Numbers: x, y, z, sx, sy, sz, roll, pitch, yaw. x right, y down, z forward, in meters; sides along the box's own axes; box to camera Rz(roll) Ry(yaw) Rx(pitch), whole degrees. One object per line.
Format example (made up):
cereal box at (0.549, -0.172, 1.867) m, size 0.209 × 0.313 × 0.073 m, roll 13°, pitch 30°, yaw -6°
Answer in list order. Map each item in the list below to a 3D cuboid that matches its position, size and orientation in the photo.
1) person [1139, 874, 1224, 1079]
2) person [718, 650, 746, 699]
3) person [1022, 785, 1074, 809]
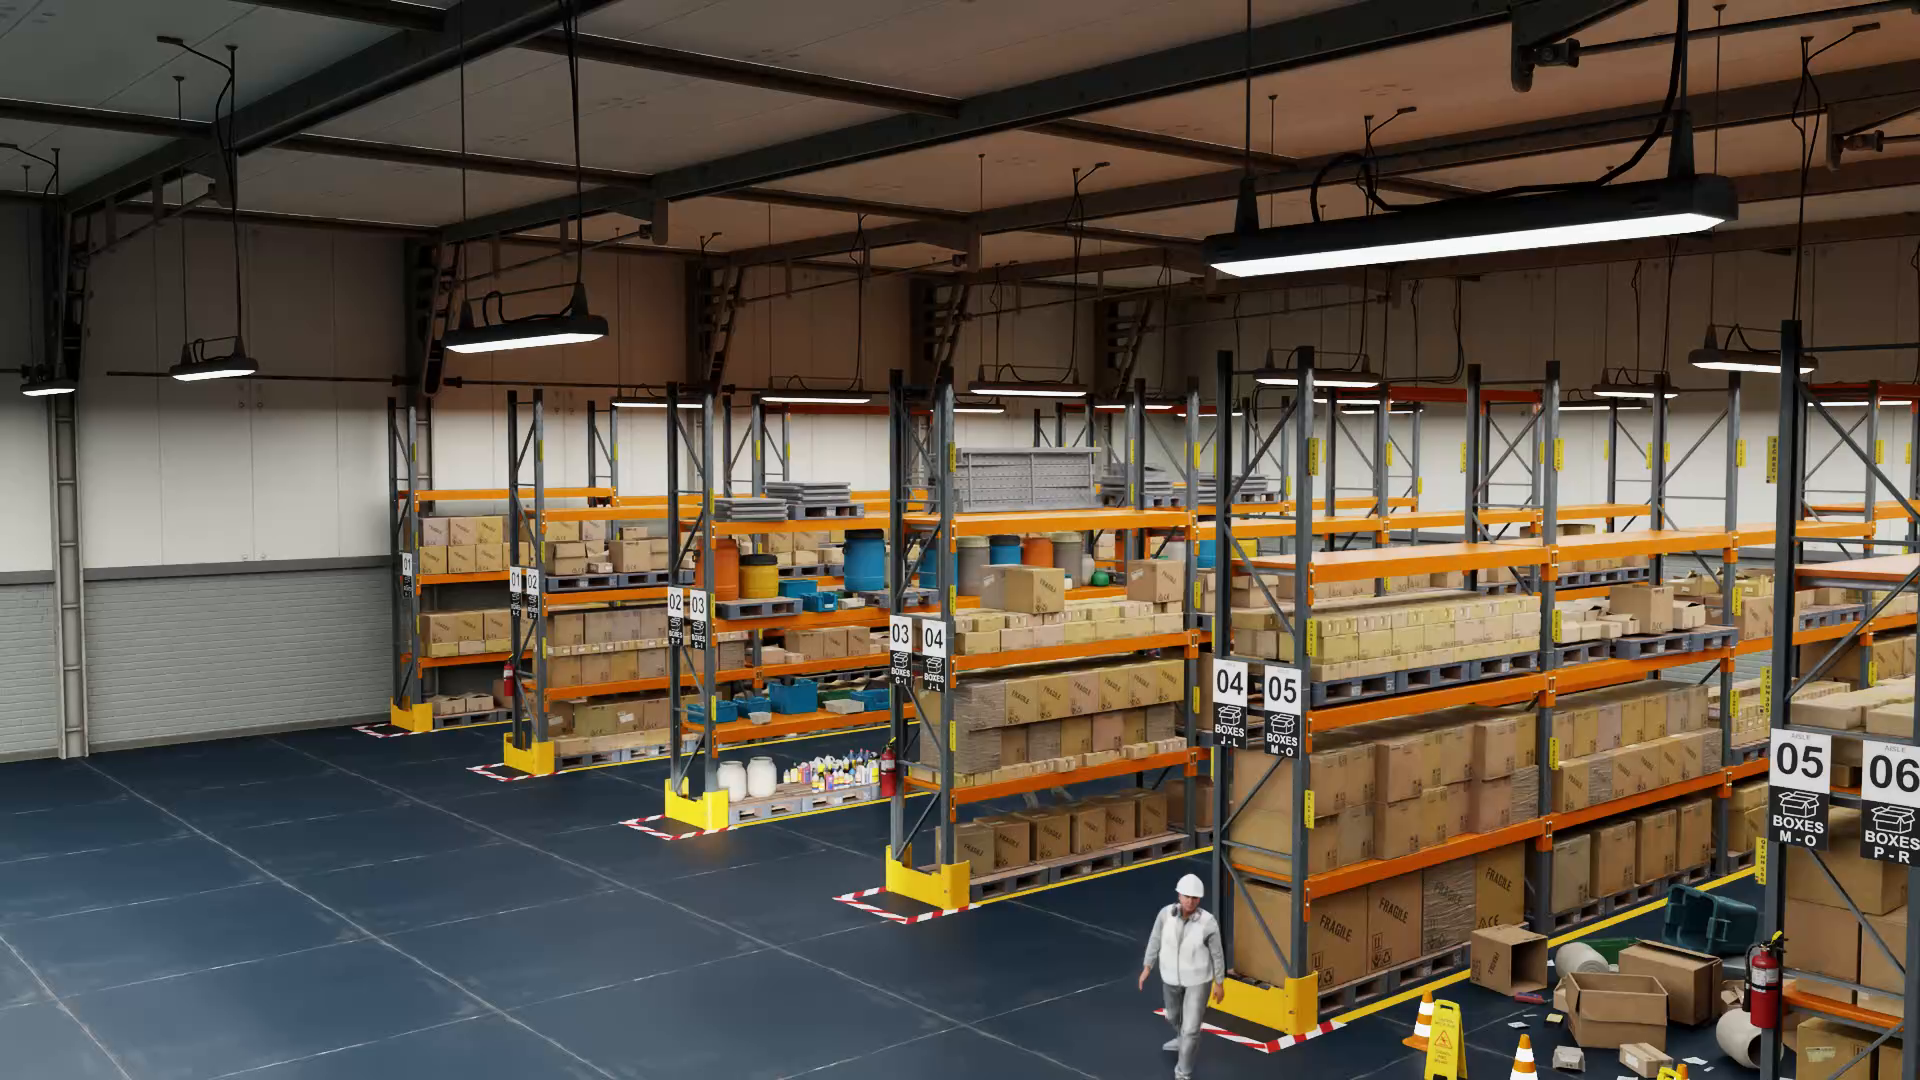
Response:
person at (1.835, 3.510, 13.456) m, size 0.653 × 1.721 × 0.990 m, roll 2°, pitch 4°, yaw 28°
person at (-4.280, 2.484, 31.216) m, size 0.710 × 1.763 × 0.804 m, roll 3°, pitch 4°, yaw 39°
person at (1.155, 3.042, 22.238) m, size 1.125 × 1.591 × 0.694 m, roll -1°, pitch 4°, yaw -24°
